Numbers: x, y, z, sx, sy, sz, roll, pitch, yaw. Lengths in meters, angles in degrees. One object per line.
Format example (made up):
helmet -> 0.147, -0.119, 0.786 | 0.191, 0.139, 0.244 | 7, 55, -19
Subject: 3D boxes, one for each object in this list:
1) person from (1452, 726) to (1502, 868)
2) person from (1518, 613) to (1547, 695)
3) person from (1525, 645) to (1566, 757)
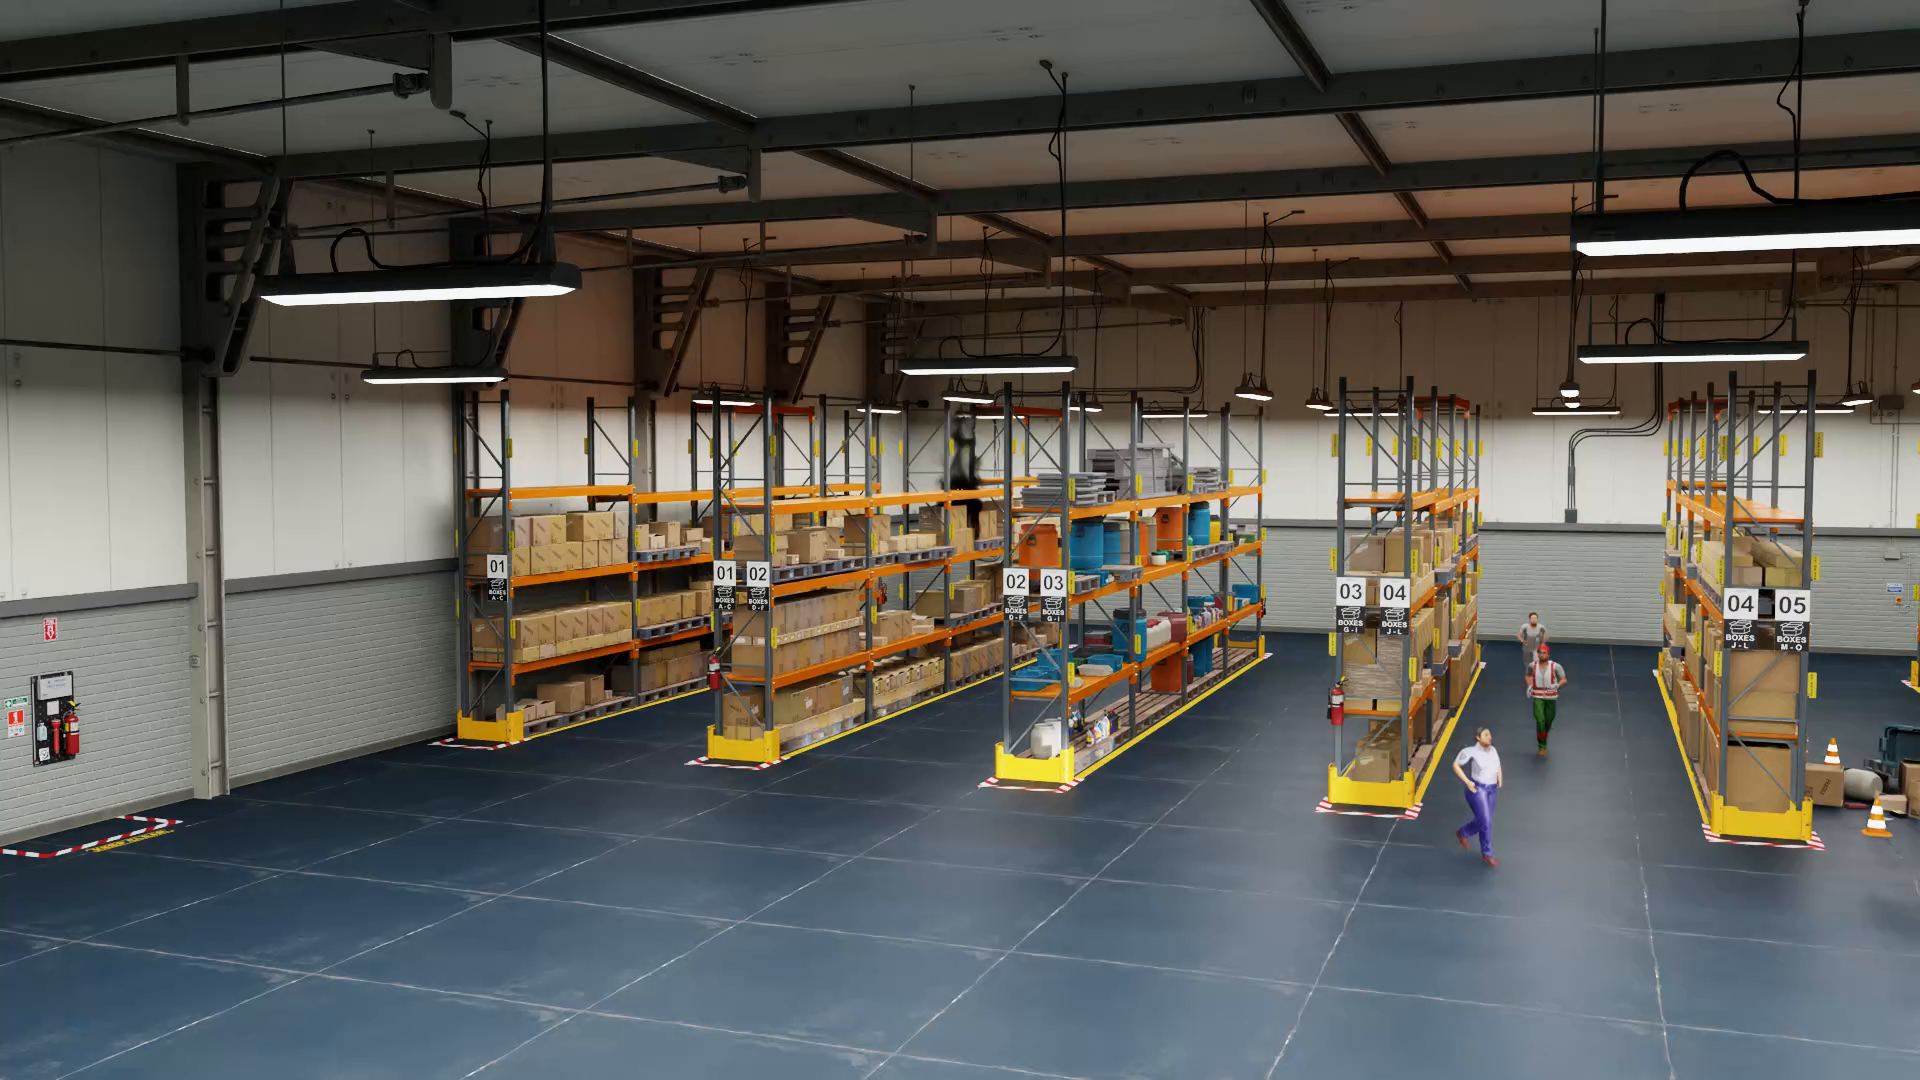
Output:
person -> 6.318, 3.083, 20.204 | 0.623, 1.661, 0.838 | -2, 4, -29
person -> 11.775, 2.299, 34.245 | 0.568, 1.656, 1.095 | 1, 3, 18
person -> 9.596, 2.607, 27.259 | 0.639, 1.794, 0.915 | 1, 3, 18
